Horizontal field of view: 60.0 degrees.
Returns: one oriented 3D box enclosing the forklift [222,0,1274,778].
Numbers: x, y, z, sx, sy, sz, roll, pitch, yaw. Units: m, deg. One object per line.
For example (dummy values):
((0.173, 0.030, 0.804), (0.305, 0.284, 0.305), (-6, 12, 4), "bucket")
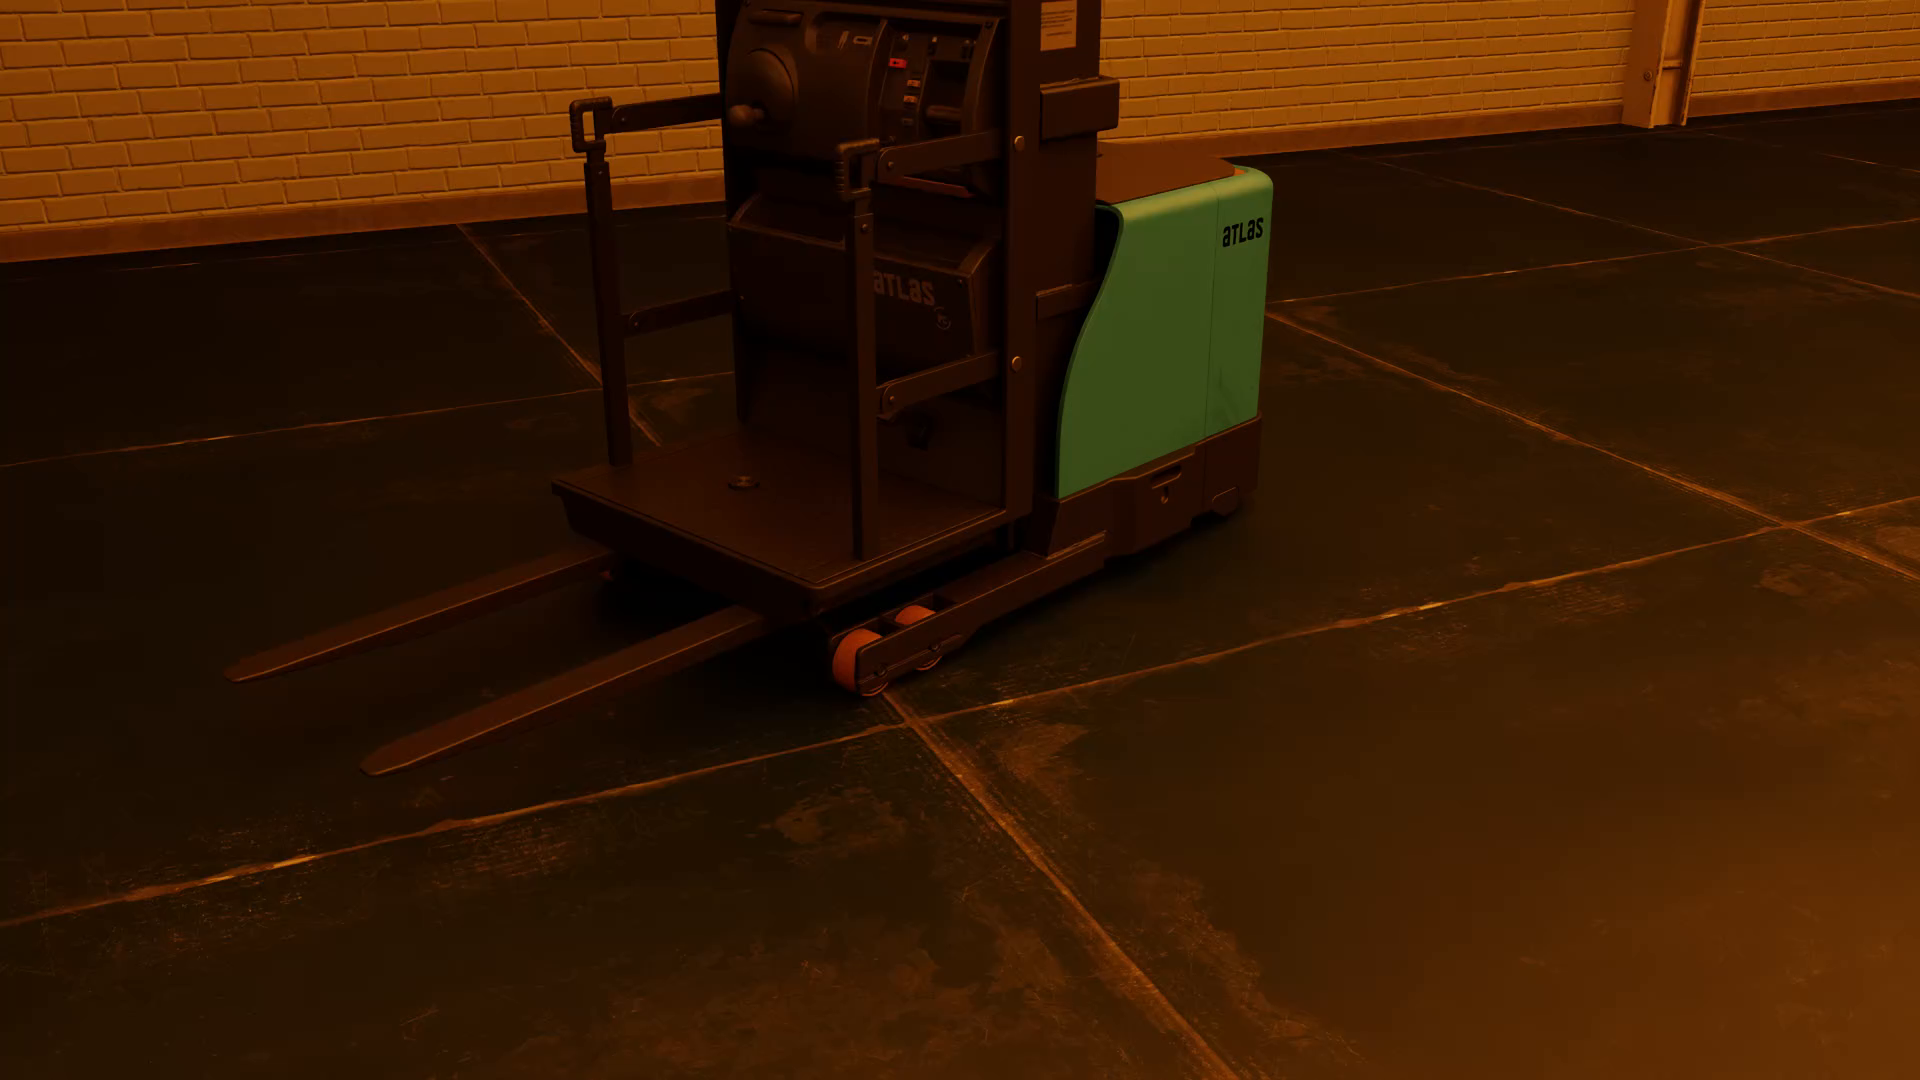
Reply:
((-0.413, -1.182, 4.131), (1.130, 2.935, 3.031), (19, 29, 39), "forklift")
